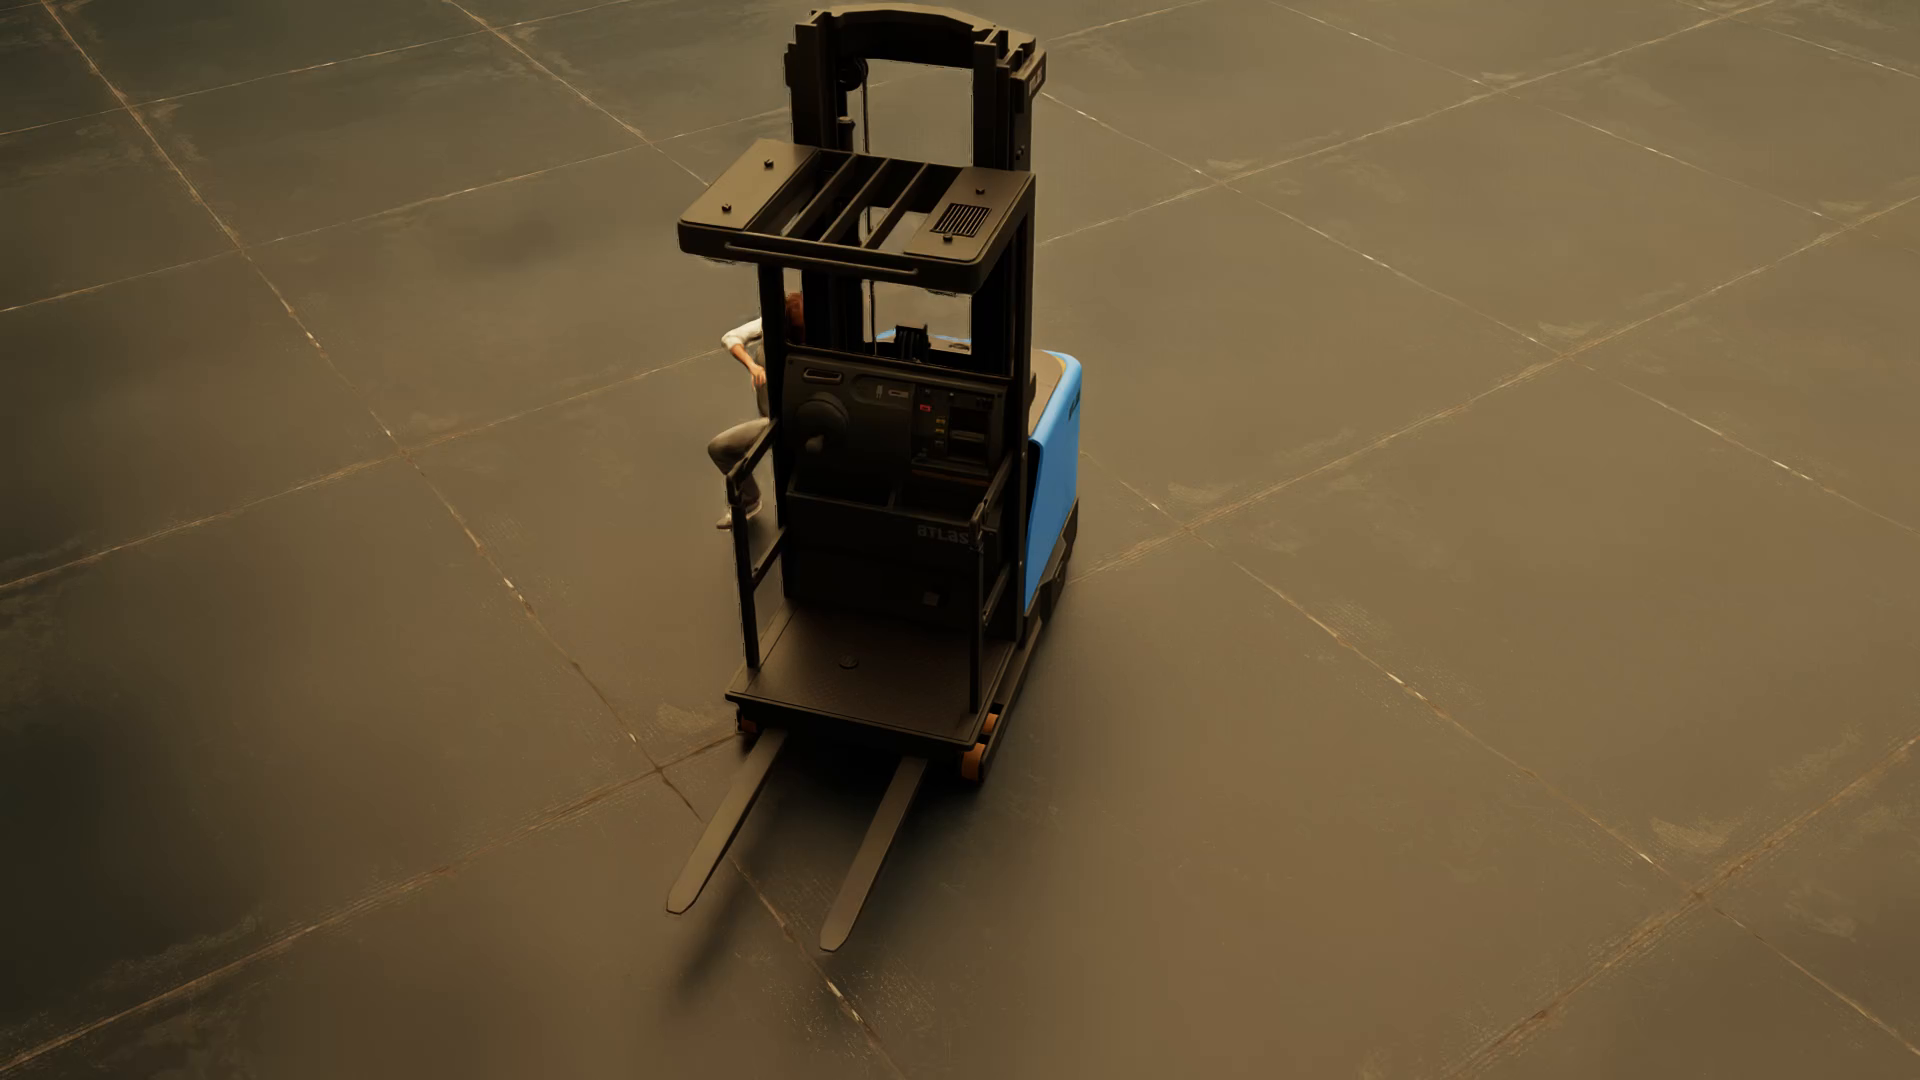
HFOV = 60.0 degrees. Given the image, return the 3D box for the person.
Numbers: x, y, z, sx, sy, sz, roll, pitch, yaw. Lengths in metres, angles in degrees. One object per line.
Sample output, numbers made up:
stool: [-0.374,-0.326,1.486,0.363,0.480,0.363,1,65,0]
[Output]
person: [-0.772,-0.555,8.073,0.879,1.341,0.701,-10,38,-14]

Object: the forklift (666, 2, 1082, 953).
forklift: [-0.332,-0.426,6.521,1.130,2.935,3.031,10,38,14]
